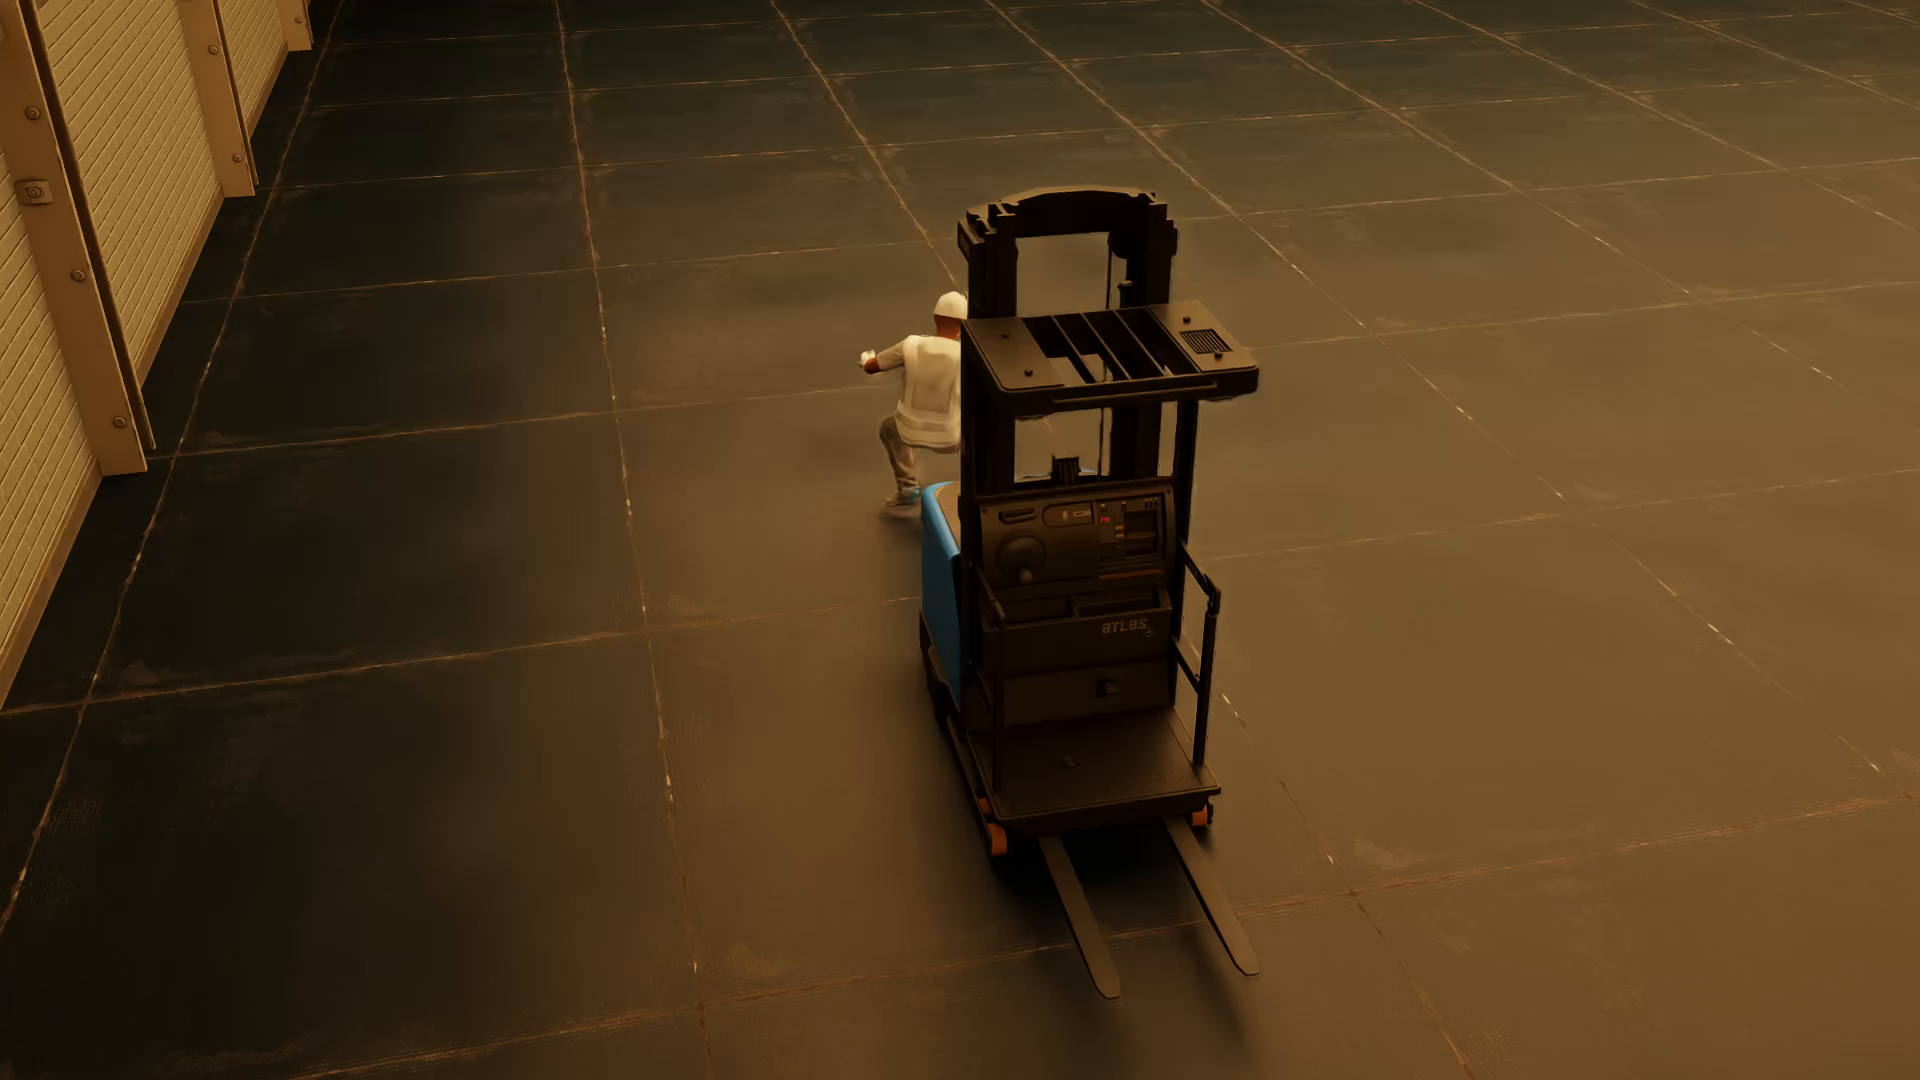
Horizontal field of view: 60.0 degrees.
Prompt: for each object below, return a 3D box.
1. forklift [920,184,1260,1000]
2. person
[{"bbox_3d":[0.597,0.028,7.527,1.130,2.935,3.031,-6,31,-11],"label":"forklift"},{"bbox_3d":[-0.151,-0.851,10.407,1.004,1.574,0.766,2,30,4],"label":"person"}]
